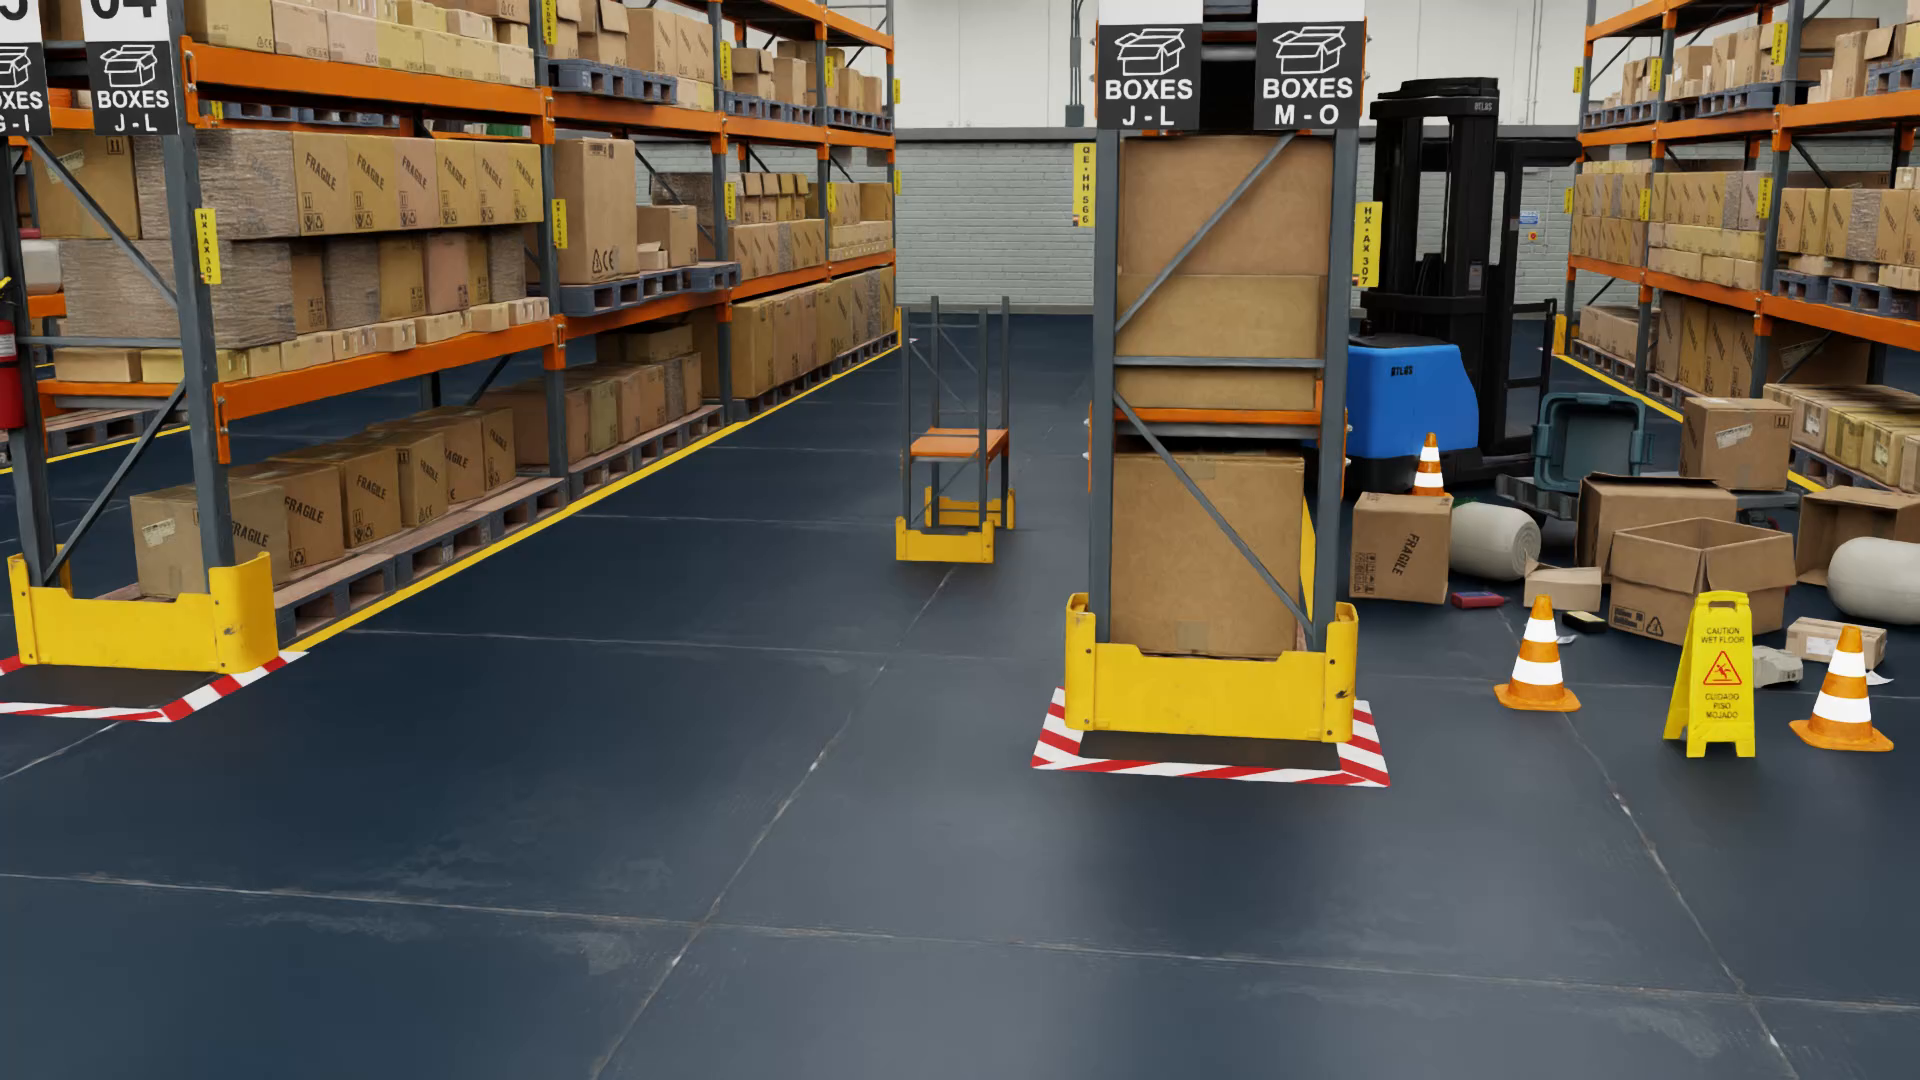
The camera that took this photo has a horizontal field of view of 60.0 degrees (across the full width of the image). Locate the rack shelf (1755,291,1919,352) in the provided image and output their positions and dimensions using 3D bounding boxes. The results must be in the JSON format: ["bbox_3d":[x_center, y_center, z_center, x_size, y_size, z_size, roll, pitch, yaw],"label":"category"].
[{"bbox_3d":[6.864,-1.465,11.877,1.077,0.370,4.000,2,12,9],"label":"rack shelf"}]

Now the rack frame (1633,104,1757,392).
[{"bbox_3d":[7.787,-3.065,17.597,1.000,3.000,0.127,2,12,9],"label":"rack frame"}]

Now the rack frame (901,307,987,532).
[{"bbox_3d":[-0.091,-0.610,9.762,0.500,1.500,0.032,2,12,9],"label":"rack frame"}]

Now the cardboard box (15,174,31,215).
[{"bbox_3d":[-11.443,-4.335,20.877,0.500,0.500,0.500,2,12,10],"label":"cardboard box"}]

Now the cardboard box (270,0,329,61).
[{"bbox_3d":[-3.448,-2.481,8.121,0.500,0.250,0.500,2,12,7],"label":"cardboard box"}]

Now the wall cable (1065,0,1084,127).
[{"bbox_3d":[2.885,-9.790,26.923,2.277,5.999,0.120,2,12,9],"label":"wall cable"}]

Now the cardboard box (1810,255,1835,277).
[{"bbox_3d":[6.711,-2.084,12.641,0.380,0.149,0.250,2,12,9],"label":"cardboard box"}]

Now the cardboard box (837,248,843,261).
[{"bbox_3d":[-1.591,-3.369,19.603,0.380,0.149,0.250,1,12,7],"label":"cardboard box"}]

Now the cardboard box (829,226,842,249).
[{"bbox_3d":[-1.674,-3.548,19.486,0.500,0.250,0.500,2,12,8],"label":"cardboard box"}]

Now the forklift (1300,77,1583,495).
[{"bbox_3d":[3.901,-1.952,12.595,3.031,2.935,1.130,-8,14,-31],"label":"forklift"}]

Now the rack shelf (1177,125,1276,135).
[{"bbox_3d":[2.572,-3.903,16.071,1.077,0.370,4.000,2,12,9],"label":"rack shelf"}]

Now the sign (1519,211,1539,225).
[{"bbox_3d":[9.208,-5.219,26.949,0.327,0.218,0.001,2,12,9],"label":"sign"}]

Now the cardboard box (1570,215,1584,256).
[{"bbox_3d":[8.044,-3.856,21.030,0.500,0.500,0.500,2,12,8],"label":"cardboard box"}]

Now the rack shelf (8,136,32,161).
[{"bbox_3d":[-12.101,-4.406,18.408,1.077,0.370,4.000,2,12,9],"label":"rack shelf"}]

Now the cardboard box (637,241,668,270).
[{"bbox_3d":[-2.610,-2.337,13.542,0.396,0.266,0.258,2,12,7],"label":"cardboard box"}]

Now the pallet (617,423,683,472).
[{"bbox_3d":[-2.932,-0.775,13.587,1.003,0.211,1.213,2,12,9],"label":"pallet"}]

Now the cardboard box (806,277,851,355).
[{"bbox_3d":[-1.825,-2.688,19.892,0.875,0.875,0.875,2,12,9],"label":"cardboard box"}]

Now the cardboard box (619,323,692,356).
[{"bbox_3d":[-2.694,-1.773,14.709,0.500,0.250,0.500,2,12,11],"label":"cardboard box"}]

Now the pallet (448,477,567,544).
[{"bbox_3d":[-3.304,-0.217,10.999,1.003,0.211,1.213,2,12,9],"label":"pallet"}]

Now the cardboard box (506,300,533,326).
[{"bbox_3d":[-3.026,-1.492,10.894,0.380,0.149,0.250,2,12,9],"label":"cardboard box"}]

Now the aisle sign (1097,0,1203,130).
[{"bbox_3d":[0.727,-1.972,6.355,0.394,0.787,0.004,2,12,9],"label":"aisle sign"}]

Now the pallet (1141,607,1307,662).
[{"bbox_3d":[1.080,0.488,7.730,1.003,0.211,1.213,2,12,9],"label":"pallet"}]

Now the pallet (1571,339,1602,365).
[{"bbox_3d":[8.356,-2.366,20.970,1.003,0.211,1.213,2,12,9],"label":"pallet"}]

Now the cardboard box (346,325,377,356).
[{"bbox_3d":[-3.386,-1.078,8.970,0.380,0.149,0.250,2,12,9],"label":"cardboard box"}]

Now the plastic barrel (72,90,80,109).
[{"bbox_3d":[-7.855,-4.262,14.838,0.600,0.901,0.600,0,12,0],"label":"plastic barrel"}]

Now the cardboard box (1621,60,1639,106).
[{"bbox_3d":[7.944,-5.253,19.155,0.500,0.500,0.500,2,12,10],"label":"cardboard box"}]

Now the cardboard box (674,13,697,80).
[{"bbox_3d":[-2.515,-4.099,13.849,0.500,0.500,0.500,2,12,9],"label":"cardboard box"}]

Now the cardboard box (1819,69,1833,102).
[{"bbox_3d":[6.916,-3.520,12.906,0.396,0.266,0.258,2,12,9],"label":"cardboard box"}]

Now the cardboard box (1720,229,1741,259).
[{"bbox_3d":[7.070,-2.620,14.698,0.500,0.250,0.500,2,12,7],"label":"cardboard box"}]

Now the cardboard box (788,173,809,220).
[{"bbox_3d":[-2.095,-3.792,18.352,0.797,0.503,0.637,2,12,7],"label":"cardboard box"}]

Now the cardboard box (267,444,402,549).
[{"bbox_3d":[-3.565,-0.256,9.500,0.500,0.500,0.500,3,13,14],"label":"cardboard box"}]

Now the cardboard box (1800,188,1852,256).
[{"bbox_3d":[6.801,-2.437,12.743,0.500,0.500,0.500,3,12,12],"label":"cardboard box"}]

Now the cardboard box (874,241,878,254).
[{"bbox_3d":[-1.275,-3.799,21.597,0.380,0.149,0.250,2,12,7],"label":"cardboard box"}]

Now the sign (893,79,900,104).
[{"bbox_3d":[-0.856,-6.059,22.455,0.100,0.325,0.005,2,12,9],"label":"sign"}]

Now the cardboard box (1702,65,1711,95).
[{"bbox_3d":[7.160,-4.302,15.539,0.396,0.266,0.258,3,13,13],"label":"cardboard box"}]

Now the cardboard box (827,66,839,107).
[{"bbox_3d":[-1.857,-5.432,19.989,0.700,0.500,0.500,3,12,12],"label":"cardboard box"}]

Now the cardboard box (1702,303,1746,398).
[{"bbox_3d":[7.501,-1.726,15.428,0.875,0.875,0.875,2,12,9],"label":"cardboard box"}]

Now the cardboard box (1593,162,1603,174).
[{"bbox_3d":[7.928,-4.525,20.220,0.380,0.149,0.250,1,12,7],"label":"cardboard box"}]

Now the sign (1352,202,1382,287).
[{"bbox_3d":[1.582,-1.149,6.464,0.100,0.325,0.005,2,12,9],"label":"sign"}]

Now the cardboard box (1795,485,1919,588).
[{"bbox_3d":[5.047,0.000,9.302,0.500,0.500,0.500,-10,16,-40],"label":"cardboard box"}]

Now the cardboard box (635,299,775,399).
[{"bbox_3d":[-2.494,-1.863,16.066,1.225,0.875,0.875,1,12,6],"label":"cardboard box"}]

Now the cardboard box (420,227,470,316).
[{"bbox_3d":[-3.455,-1.613,9.916,0.875,0.500,0.500,2,12,9],"label":"cardboard box"}]

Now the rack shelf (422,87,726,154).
[{"bbox_3d":[-2.928,-3.252,13.051,1.077,0.370,4.000,2,12,9],"label":"rack shelf"}]

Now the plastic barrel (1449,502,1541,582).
[{"bbox_3d":[2.991,0.006,9.461,0.421,0.421,0.512,-10,16,-40],"label":"plastic barrel"}]

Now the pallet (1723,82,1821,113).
[{"bbox_3d":[7.218,-3.742,14.067,1.213,0.211,1.003,2,12,11],"label":"pallet"}]

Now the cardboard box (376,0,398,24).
[{"bbox_3d":[-3.326,-2.904,9.139,0.380,0.149,0.250,1,12,7],"label":"cardboard box"}]

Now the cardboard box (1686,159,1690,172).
[{"bbox_3d":[7.667,-4.046,17.996,0.380,0.149,0.250,2,12,10],"label":"cardboard box"}]

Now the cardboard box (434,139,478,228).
[{"bbox_3d":[-3.186,-2.093,9.770,0.500,0.500,0.500,2,12,9],"label":"cardboard box"}]

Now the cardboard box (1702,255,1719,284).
[{"bbox_3d":[7.149,-2.484,15.256,0.500,0.250,0.500,2,12,8],"label":"cardboard box"}]

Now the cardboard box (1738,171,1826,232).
[{"bbox_3d":[6.993,-2.886,14.156,0.500,0.500,0.500,2,12,7],"label":"cardboard box"}]

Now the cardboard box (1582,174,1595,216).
[{"bbox_3d":[7.974,-4.237,20.424,0.500,0.500,0.500,2,12,7],"label":"cardboard box"}]

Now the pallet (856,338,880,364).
[{"bbox_3d":[-1.626,-2.434,21.285,1.003,0.211,1.213,2,12,9],"label":"pallet"}]

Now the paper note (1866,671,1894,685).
[{"bbox_3d":[4.120,0.623,7.531,0.148,0.019,0.142,-2,12,-11],"label":"paper note"}]

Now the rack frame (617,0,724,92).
[{"bbox_3d":[-2.621,-5.486,14.591,1.000,3.000,0.127,2,12,9],"label":"rack frame"}]

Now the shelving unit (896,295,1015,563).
[{"bbox_3d":[-0.012,-0.717,10.262,0.587,1.500,1.083,2,12,9],"label":"shelving unit"}]
